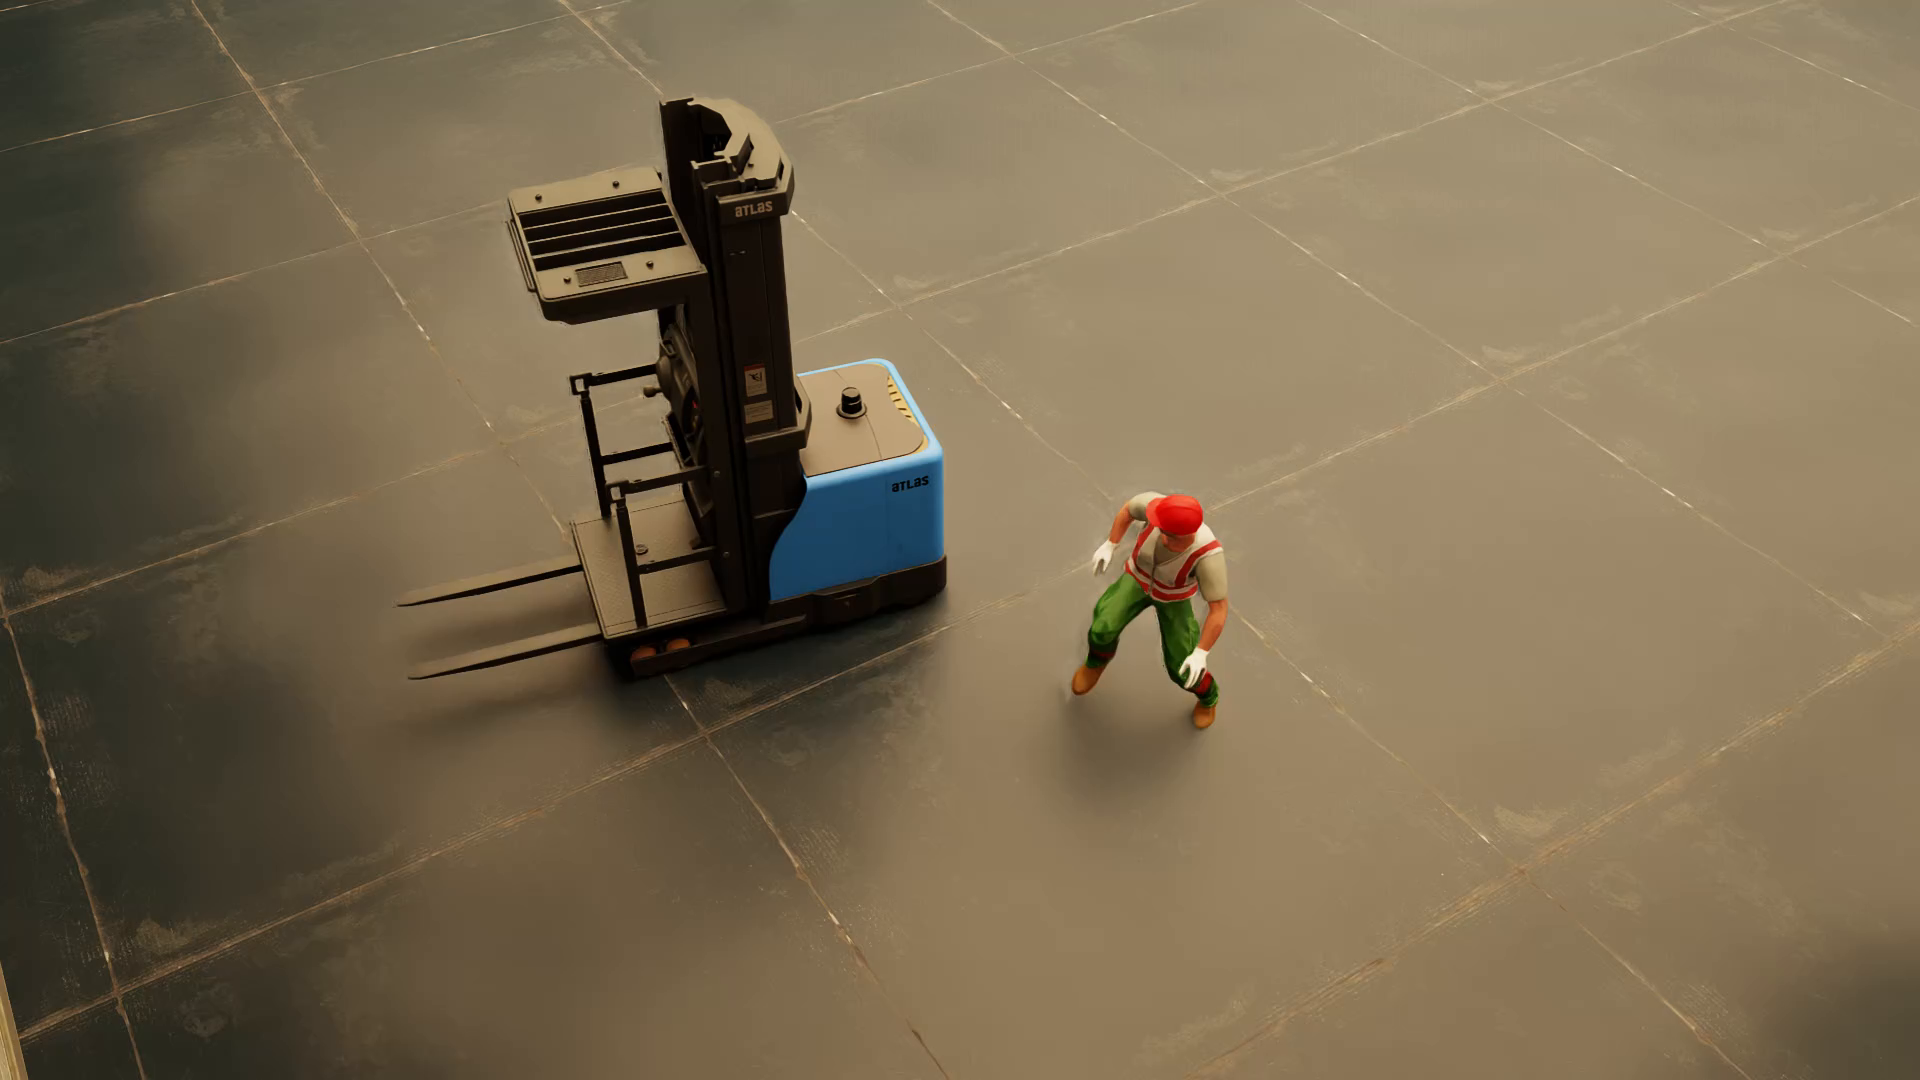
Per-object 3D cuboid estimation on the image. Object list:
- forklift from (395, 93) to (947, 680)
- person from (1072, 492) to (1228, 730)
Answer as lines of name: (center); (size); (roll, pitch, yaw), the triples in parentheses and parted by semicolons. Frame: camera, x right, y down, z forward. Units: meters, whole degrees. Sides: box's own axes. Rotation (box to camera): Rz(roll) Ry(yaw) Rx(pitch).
forklift: (-1.650, -0.741, 8.719); (3.031, 2.935, 1.130); (-14, 43, -15)
person: (1.009, 0.314, 8.621); (0.811, 1.538, 0.680); (19, 45, 21)
